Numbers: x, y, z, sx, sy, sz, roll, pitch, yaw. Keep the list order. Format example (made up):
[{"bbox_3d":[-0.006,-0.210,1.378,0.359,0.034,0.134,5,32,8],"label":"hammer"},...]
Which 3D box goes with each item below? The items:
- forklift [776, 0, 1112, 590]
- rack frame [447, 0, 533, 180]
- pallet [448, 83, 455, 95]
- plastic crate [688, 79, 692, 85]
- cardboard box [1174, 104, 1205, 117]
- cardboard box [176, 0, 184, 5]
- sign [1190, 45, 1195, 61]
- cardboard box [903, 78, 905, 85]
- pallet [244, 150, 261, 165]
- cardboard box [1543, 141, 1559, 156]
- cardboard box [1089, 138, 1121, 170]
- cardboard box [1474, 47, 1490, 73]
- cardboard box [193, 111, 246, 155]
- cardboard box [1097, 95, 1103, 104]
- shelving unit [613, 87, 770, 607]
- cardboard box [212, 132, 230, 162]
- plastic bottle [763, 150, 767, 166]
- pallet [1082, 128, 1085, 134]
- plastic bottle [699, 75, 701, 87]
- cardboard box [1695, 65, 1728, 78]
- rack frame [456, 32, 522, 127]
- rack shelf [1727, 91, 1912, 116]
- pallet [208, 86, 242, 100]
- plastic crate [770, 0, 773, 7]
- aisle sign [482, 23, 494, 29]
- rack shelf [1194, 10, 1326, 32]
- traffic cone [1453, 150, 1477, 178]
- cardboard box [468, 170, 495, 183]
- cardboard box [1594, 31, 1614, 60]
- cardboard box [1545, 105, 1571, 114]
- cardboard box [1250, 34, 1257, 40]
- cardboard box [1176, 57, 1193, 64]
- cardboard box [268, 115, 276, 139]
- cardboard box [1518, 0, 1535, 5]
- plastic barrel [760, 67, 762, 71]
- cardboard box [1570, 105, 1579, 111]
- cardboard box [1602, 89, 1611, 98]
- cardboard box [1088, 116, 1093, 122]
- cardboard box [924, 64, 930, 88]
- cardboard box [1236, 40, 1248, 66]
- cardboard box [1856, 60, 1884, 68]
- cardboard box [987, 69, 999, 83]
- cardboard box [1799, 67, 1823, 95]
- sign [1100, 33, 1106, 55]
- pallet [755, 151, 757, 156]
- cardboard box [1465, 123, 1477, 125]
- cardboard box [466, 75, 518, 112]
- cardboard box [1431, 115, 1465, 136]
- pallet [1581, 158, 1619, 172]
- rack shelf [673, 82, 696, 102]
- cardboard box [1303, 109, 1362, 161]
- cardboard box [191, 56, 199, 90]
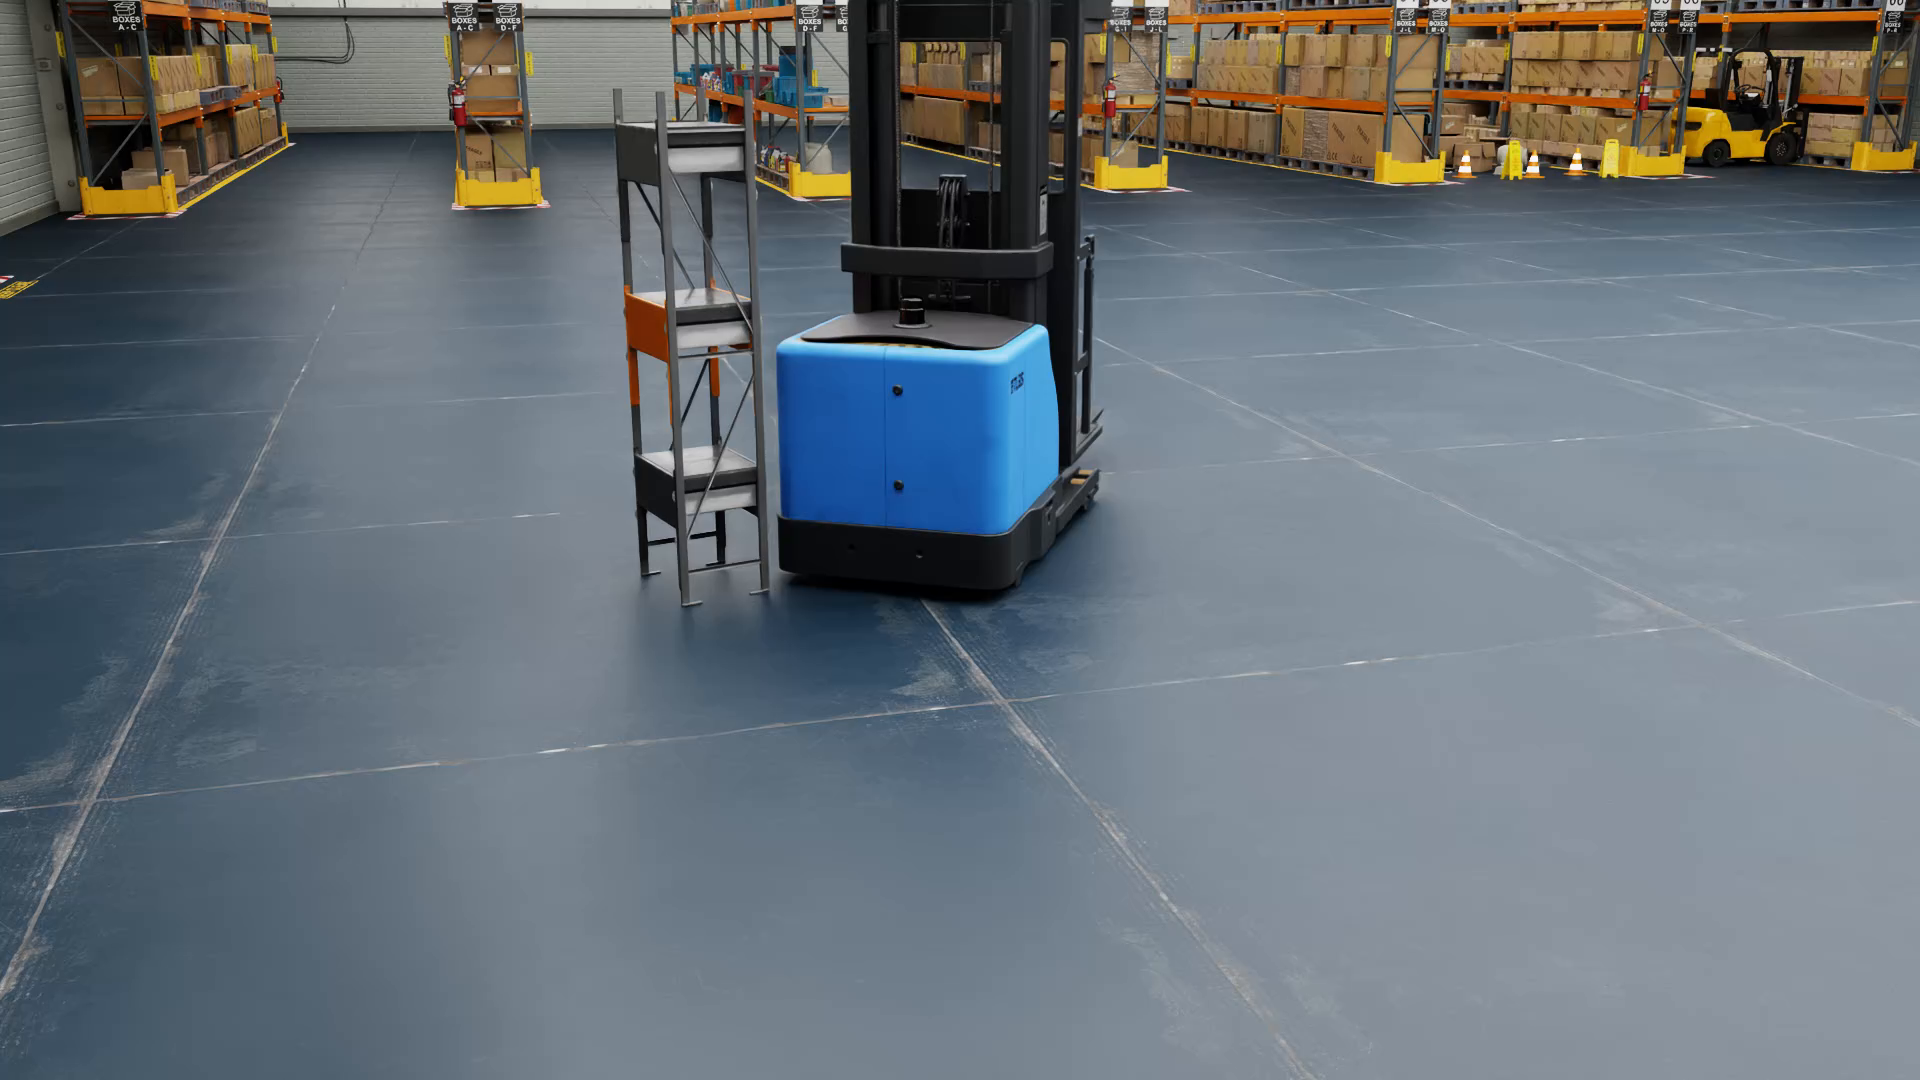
[{"bbox_3d":[0.098,-1.577,8.106,1.130,2.935,3.031,5,17,15],"label":"forklift"},{"bbox_3d":[-6.733,-6.362,23.917,1.000,3.000,0.127,-5,17,-15],"label":"rack frame"},{"bbox_3d":[-9.186,-8.665,31.917,1.213,0.211,1.003,-5,17,-15],"label":"pallet"},{"bbox_3d":[-5.833,-10.257,37.258,0.437,0.125,0.590,-5,17,-15],"label":"plastic crate"},{"bbox_3d":[4.951,-9.253,35.852,0.500,0.250,0.500,-5,17,-17],"label":"cardboard box"},{"bbox_3d":[-12.217,-8.449,25.442,0.500,0.500,0.500,-4,17,-14],"label":"cardboard box"},{"bbox_3d":[4.872,-10.192,34.793,0.100,0.325,0.005,-5,17,-15],"label":"sign"},{"bbox_3d":[-1.116,-10.615,38.512,0.380,0.149,0.250,-4,17,-14],"label":"cardboard box"},{"bbox_3d":[-14.170,-7.407,32.245,1.003,0.211,1.213,-5,17,-15],"label":"pallet"},{"bbox_3d":[11.430,-7.440,31.557,0.500,0.250,0.500,-5,17,-16],"label":"cardboard box"},{"bbox_3d":[2.440,-6.485,27.941,0.500,0.500,0.500,0,17,-1],"label":"cardboard box"},{"bbox_3d":[10.737,-9.672,33.516,0.500,0.500,0.500,-5,17,-15],"label":"cardboard box"},{"bbox_3d":[-13.770,-7.567,30.937,0.750,0.750,0.750,-5,17,-16],"label":"cardboard box"},{"bbox_3d":[2.448,-7.155,26.995,0.380,0.149,0.250,-5,17,-15],"label":"cardboard box"},{"bbox_3d":[-1.124,-0.812,7.007,0.431,2.100,0.503,-10,19,-29],"label":"shelving unit"},{"bbox_3d":[-13.446,-7.000,29.623,0.700,0.500,0.500,-4,17,-14],"label":"cardboard box"},{"bbox_3d":[-3.288,-6.555,28.530,0.152,0.276,0.135,-4,17,-13],"label":"plastic bottle"},{"bbox_3d":[3.403,-10.350,42.040,1.003,0.211,1.213,-5,17,-15],"label":"pallet"},{"bbox_3d":[-5.577,-9.881,35.834,0.061,0.283,0.133,-5,17,-15],"label":"plastic bottle"},{"bbox_3d":[15.613,-9.711,34.457,0.500,0.250,0.500,-5,17,-16],"label":"cardboard box"},{"bbox_3d":[-7.832,-7.468,27.600,1.000,3.000,0.127,-5,17,-15],"label":"rack frame"},{"bbox_3d":[16.543,-8.530,32.384,1.077,0.370,4.000,-5,17,-15],"label":"rack shelf"},{"bbox_3d":[-13.395,-7.901,29.376,1.213,0.211,1.003,-5,17,-15],"label":"pallet"},{"bbox_3d":[-2.897,-8.736,26.975,0.336,0.188,0.450,-5,17,-15],"label":"plastic crate"},{"bbox_3d":[-10.855,-12.076,38.420,0.394,0.787,0.004,-5,17,-15],"label":"aisle sign"},{"bbox_3d":[5.941,-10.260,32.930,1.077,0.370,4.000,-5,17,-15],"label":"rack shelf"},{"bbox_3d":[8.809,-6.552,28.961,0.336,0.463,0.334,-5,17,-15],"label":"traffic cone"},{"bbox_3d":[-7.165,-5.371,24.668,0.500,0.250,0.500,-5,17,-15],"label":"cardboard box"},{"bbox_3d":[11.839,-8.861,29.809,0.700,0.500,0.500,-5,17,-15],"label":"cardboard box"},{"bbox_3d":[11.321,-8.148,31.481,0.380,0.149,0.250,-4,17,-12],"label":"cardboard box"},{"bbox_3d":[7.755,-13.070,43.211,0.380,0.149,0.250,-4,17,-14],"label":"cardboard box"},{"bbox_3d":[4.815,-10.186,35.321,0.380,0.149,0.250,-5,18,-17],"label":"cardboard box"},{"bbox_3d":[-15.466,-9.075,36.563,0.700,0.500,0.500,-5,17,-15],"label":"cardboard box"},{"bbox_3d":[11.080,-10.398,31.882,0.500,0.250,0.500,-5,17,-16],"label":"cardboard box"},{"bbox_3d":[-3.680,-8.751,31.677,0.421,0.512,0.421,0,17,0],"label":"plastic barrel"},{"bbox_3d":[14.410,-10.038,38.643,0.380,0.149,0.250,-6,18,-18],"label":"cardboard box"},{"bbox_3d":[11.787,-8.028,29.899,0.380,0.149,0.250,-5,17,-16],"label":"cardboard box"},{"bbox_3d":[3.393,-10.460,41.270,0.380,0.149,0.250,-6,18,-18],"label":"cardboard box"},{"bbox_3d":[-0.480,-10.225,36.604,0.500,0.500,0.500,-5,17,-15],"label":"cardboard box"},{"bbox_3d":[5.929,-9.700,33.118,0.700,0.500,0.500,-5,17,-16],"label":"cardboard box"},{"bbox_3d":[16.728,-8.753,30.577,0.380,0.149,0.250,-4,17,-14],"label":"cardboard box"},{"bbox_3d":[0.834,-9.004,32.245,0.500,0.250,0.500,-5,17,-17],"label":"cardboard box"},{"bbox_3d":[16.430,-8.770,31.761,0.500,0.500,0.500,-5,17,-16],"label":"cardboard box"},{"bbox_3d":[2.254,-7.811,26.181,0.100,0.325,0.005,-5,17,-15],"label":"sign"},{"bbox_3d":[-3.992,-7.412,32.261,1.003,0.211,1.213,-5,17,-15],"label":"pallet"},{"bbox_3d":[10.479,-8.722,35.613,0.950,0.372,0.625,-5,17,-16],"label":"cardboard box"},{"bbox_3d":[-6.849,-6.540,24.336,0.700,0.500,0.500,-5,17,-15],"label":"cardboard box"},{"bbox_3d":[9.519,-8.050,32.567,0.500,0.500,0.500,-5,17,-15],"label":"cardboard box"},{"bbox_3d":[12.111,-6.840,30.358,1.003,0.211,1.213,-5,17,-15],"label":"pallet"},{"bbox_3d":[-5.817,-10.280,38.212,1.077,0.370,4.000,-5,17,-15],"label":"rack shelf"},{"bbox_3d":[6.847,-7.370,30.235,0.875,0.875,0.875,-5,17,-15],"label":"cardboard box"},{"bbox_3d":[-12.167,-7.266,25.850,0.500,0.500,0.500,-5,17,-15],"label":"cardboard box"}]
